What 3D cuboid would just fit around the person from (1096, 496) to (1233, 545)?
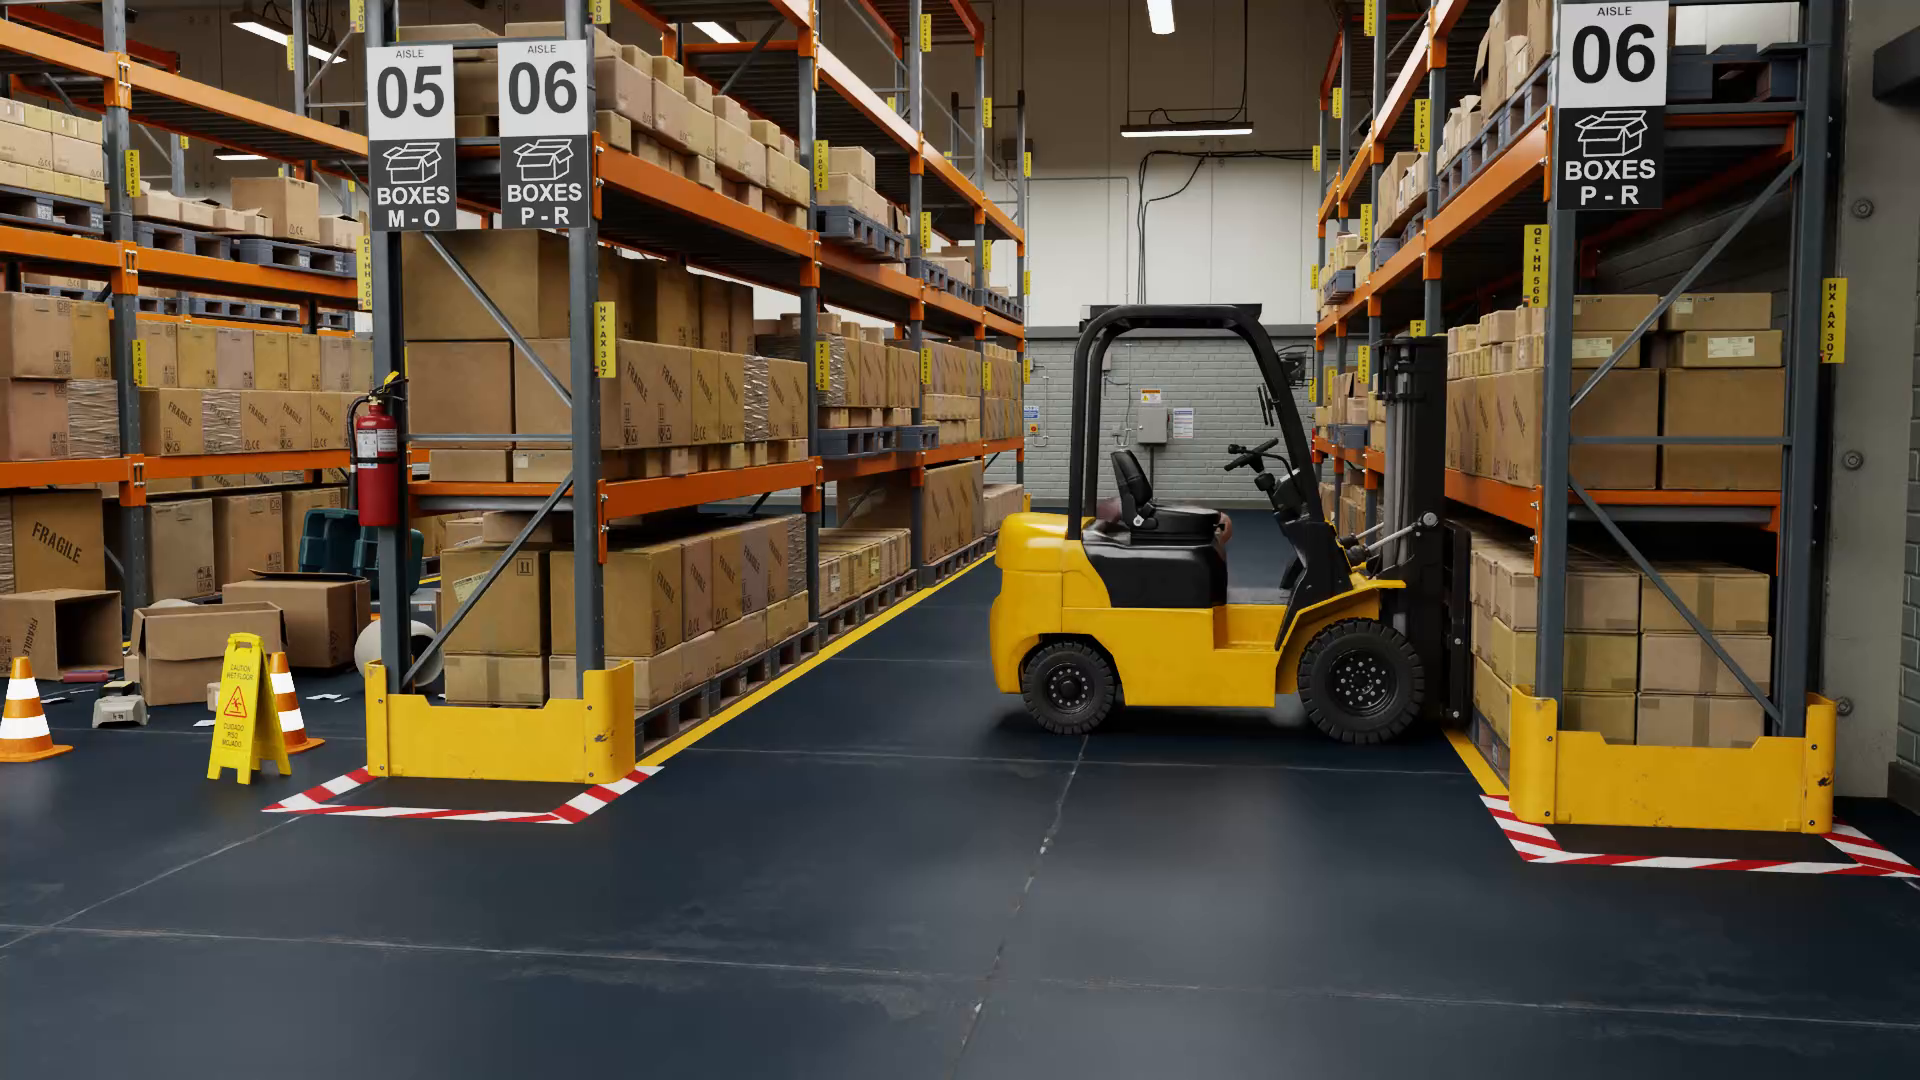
[{"bbox_3d":[1.219,0.277,10.390,0.951,1.101,0.576,0,4,6],"label":"person"}]
